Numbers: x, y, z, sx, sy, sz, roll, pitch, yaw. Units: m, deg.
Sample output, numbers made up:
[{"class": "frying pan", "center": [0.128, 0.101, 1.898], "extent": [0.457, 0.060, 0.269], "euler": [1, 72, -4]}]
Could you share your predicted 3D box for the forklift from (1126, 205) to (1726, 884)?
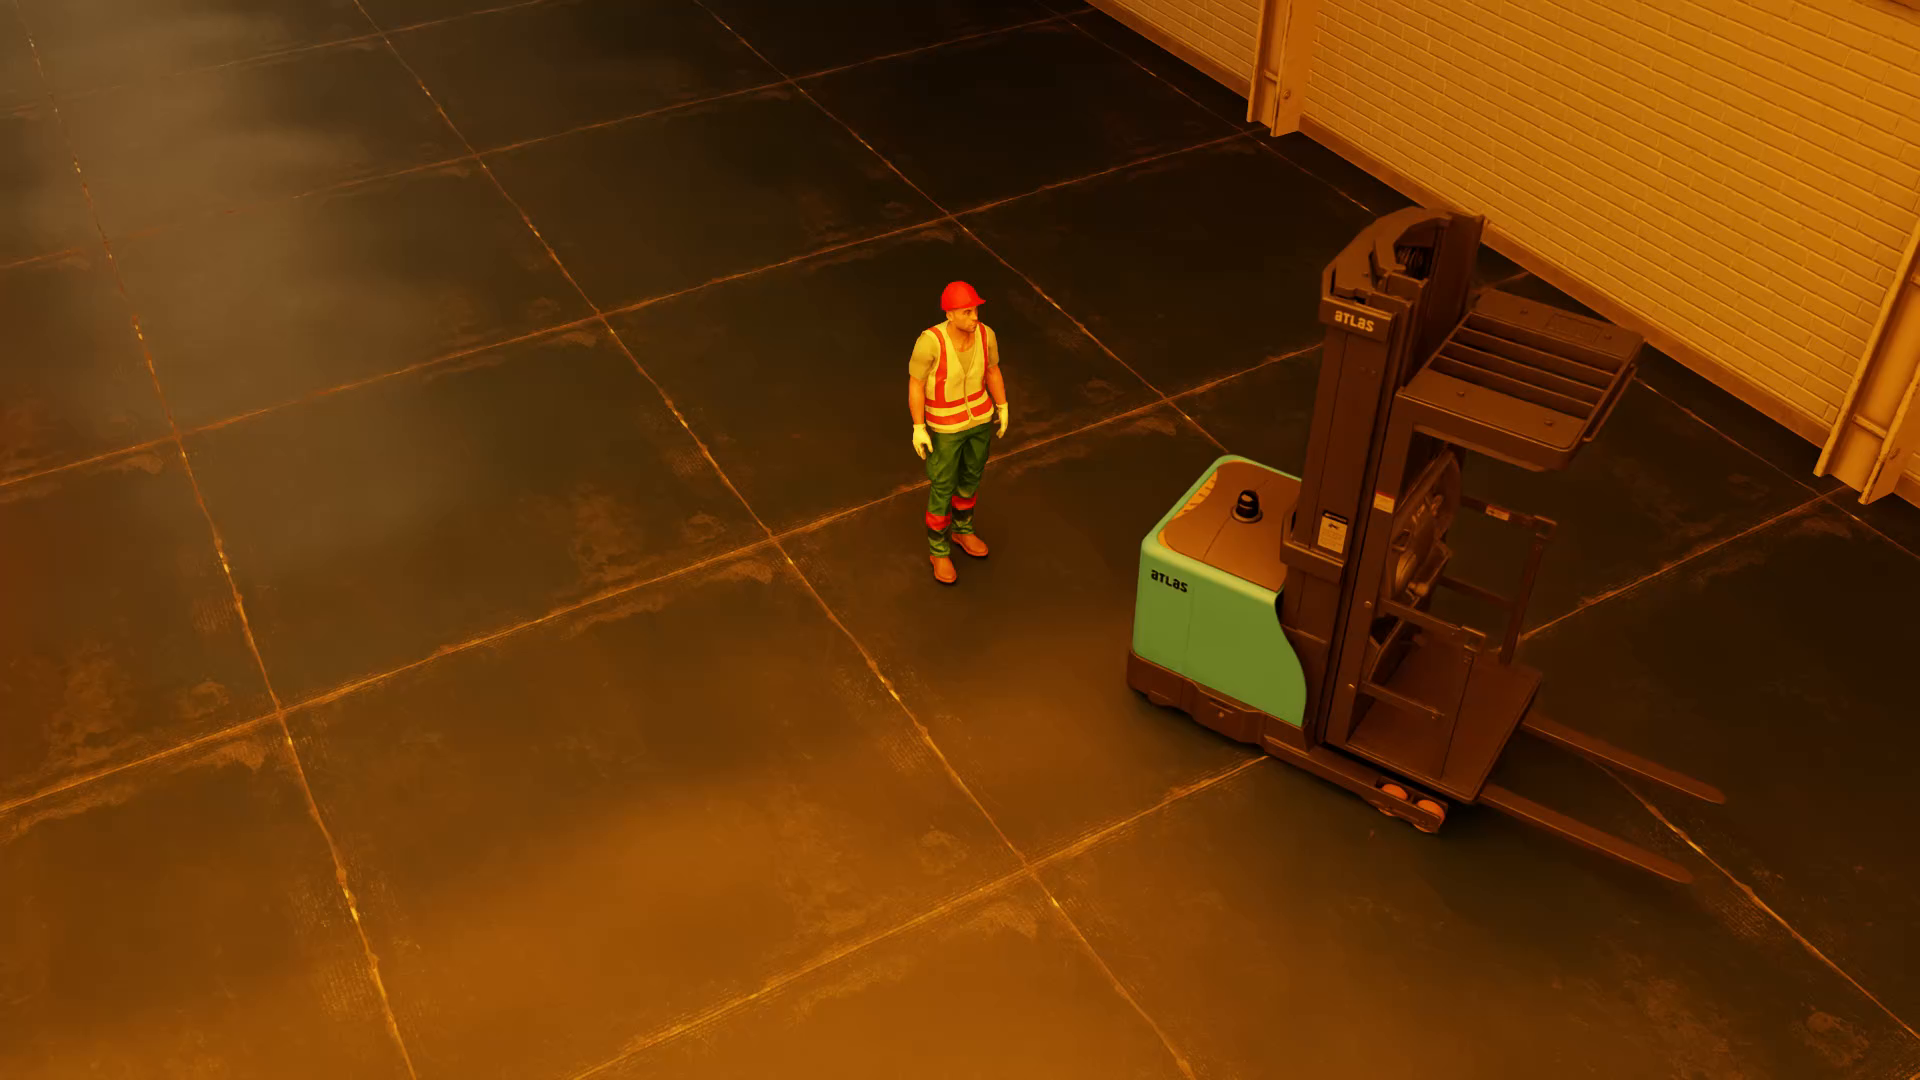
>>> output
[{"class": "forklift", "center": [2.438, -0.020, 8.060], "extent": [3.031, 2.935, 1.130], "euler": [23, 45, 25]}]

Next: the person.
[{"class": "person", "center": [0.031, -0.646, 9.699], "extent": [0.638, 1.789, 0.562], "euler": [-20, 44, -23]}]
